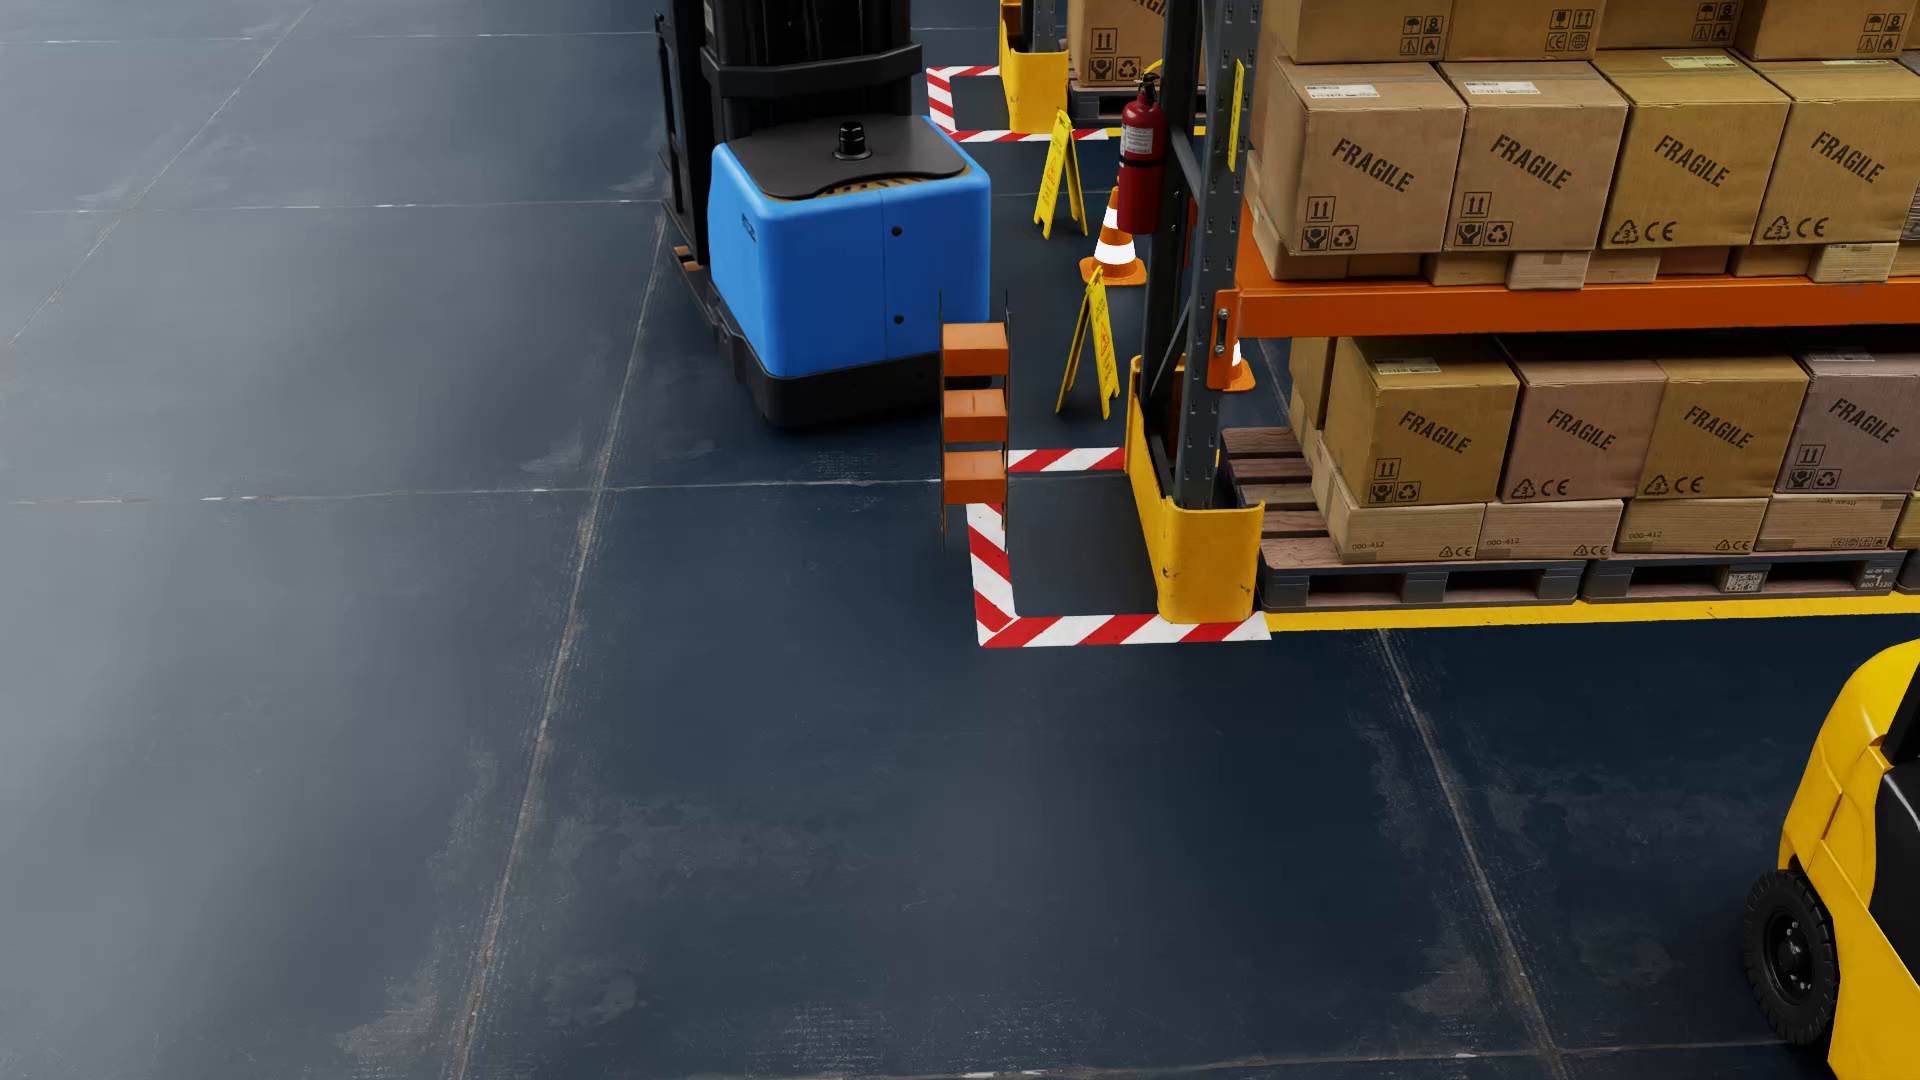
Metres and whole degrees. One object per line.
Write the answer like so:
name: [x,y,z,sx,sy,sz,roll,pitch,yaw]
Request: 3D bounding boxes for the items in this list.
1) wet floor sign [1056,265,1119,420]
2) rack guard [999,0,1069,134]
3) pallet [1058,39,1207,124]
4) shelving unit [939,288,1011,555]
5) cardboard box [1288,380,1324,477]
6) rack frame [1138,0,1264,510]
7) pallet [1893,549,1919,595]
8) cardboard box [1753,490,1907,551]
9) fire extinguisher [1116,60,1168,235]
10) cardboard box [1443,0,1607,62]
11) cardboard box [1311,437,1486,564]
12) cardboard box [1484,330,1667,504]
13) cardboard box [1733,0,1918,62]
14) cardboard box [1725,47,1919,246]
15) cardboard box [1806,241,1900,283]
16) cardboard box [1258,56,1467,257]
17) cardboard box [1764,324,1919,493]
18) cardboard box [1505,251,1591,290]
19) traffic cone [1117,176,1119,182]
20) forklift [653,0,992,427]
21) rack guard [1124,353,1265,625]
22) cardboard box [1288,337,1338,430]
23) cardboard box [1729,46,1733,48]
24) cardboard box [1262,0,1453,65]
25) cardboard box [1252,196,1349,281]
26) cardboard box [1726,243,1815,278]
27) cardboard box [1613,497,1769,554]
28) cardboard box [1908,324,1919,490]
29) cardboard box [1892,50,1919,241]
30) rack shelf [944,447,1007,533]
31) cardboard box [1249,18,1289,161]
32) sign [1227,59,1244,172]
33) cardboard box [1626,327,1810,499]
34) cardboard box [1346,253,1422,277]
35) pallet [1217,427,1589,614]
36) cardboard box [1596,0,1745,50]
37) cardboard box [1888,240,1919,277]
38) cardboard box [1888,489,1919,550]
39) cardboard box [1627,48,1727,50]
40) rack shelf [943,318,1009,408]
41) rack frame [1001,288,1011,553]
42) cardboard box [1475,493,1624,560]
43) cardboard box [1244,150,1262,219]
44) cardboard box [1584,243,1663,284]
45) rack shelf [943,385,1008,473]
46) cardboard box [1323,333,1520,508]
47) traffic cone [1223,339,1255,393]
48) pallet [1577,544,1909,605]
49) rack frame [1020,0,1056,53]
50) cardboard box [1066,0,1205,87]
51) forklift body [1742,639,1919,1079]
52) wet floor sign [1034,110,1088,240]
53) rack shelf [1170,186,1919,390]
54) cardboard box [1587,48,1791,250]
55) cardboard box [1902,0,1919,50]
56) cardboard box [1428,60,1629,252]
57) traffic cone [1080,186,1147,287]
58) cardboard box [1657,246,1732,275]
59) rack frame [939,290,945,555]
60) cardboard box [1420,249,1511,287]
wet floor sign: [0.579,-0.889,7.338,0.232,0.644,0.267,10,36,14]
rack guard: [0.460,-3.036,10.569,0.348,0.500,1.175,-2,35,-2]
pallet: [1.279,-2.984,10.747,1.213,0.211,1.003,-2,35,-2]
shelving unit: [0.053,-0.433,6.324,0.252,1.050,0.215,-2,35,-2]
cardboard box: [1.638,-0.471,6.713,0.500,0.250,0.500,-2,35,-2]
rack frame: [0.819,-1.254,5.797,0.127,3.000,1.000,-2,35,-2]
pallet: [4.146,-0.177,6.691,1.213,0.211,1.003,-2,35,-2]
cardboard box: [3.197,-0.204,6.327,0.500,0.250,0.500,-1,35,-1]
fire extinguisher: [0.683,-1.481,6.193,0.183,0.674,0.296,-2,35,-2]
cardboard box: [1.825,-1.975,5.612,0.500,0.500,0.700,-1,35,-2]
cardboard box: [1.638,-0.160,6.264,0.500,0.250,0.500,-2,35,-3]
cardboard box: [2.184,-0.486,6.076,0.500,0.500,0.500,-3,35,-4]
cardboard box: [2.834,-1.982,5.621,0.500,0.500,0.700,-2,35,-3]
cardboard box: [2.839,-1.321,5.544,0.500,0.500,0.500,-2,35,-3]
cardboard box: [2.981,-1.030,5.694,0.250,0.149,0.380,-1,35,-2]
cardboard box: [1.305,-1.272,5.474,0.500,0.500,0.500,-2,35,-3]
cardboard box: [3.219,-0.514,6.116,0.500,0.500,0.500,0,35,0]
cardboard box: [1.944,-0.999,5.649,0.250,0.149,0.380,-1,35,-1]
traffic cone: [1.082,-2.229,9.435,0.334,0.463,0.336,-2,35,-2]
forklift: [-0.858,-2.526,7.696,1.130,2.935,3.031,-12,37,-17]
rack guard: [0.895,-0.228,6.511,0.348,0.500,1.175,-2,35,-2]
cardboard box: [1.607,-0.774,6.492,0.500,0.500,0.500,-1,35,-2]
cardboard box: [2.856,-1.614,5.968,0.500,0.500,0.500,-1,35,-2]
cardboard box: [1.319,-1.966,5.598,0.500,0.500,0.700,-2,35,-3]
cardboard box: [1.168,-1.042,5.711,0.250,0.149,0.380,-1,35,-2]
cardboard box: [2.727,-1.056,5.732,0.250,0.149,0.380,-2,35,-3]
cardboard box: [2.693,-0.192,6.309,0.500,0.250,0.500,1,35,1]
cardboard box: [3.729,-0.529,6.137,0.500,0.500,0.500,-1,35,-1]
cardboard box: [3.351,-1.337,5.568,0.500,0.500,0.500,-1,35,-1]
rack shelf: [0.053,-0.196,6.488,0.240,0.259,0.215,-2,35,-2]
cardboard box: [1.348,-1.588,5.931,0.500,0.500,0.500,-2,35,-3]
sign: [0.845,-1.301,5.105,0.005,0.325,0.100,-2,35,-2]
cardboard box: [2.685,-0.495,6.089,0.500,0.500,0.500,-1,35,-1]
cardboard box: [1.420,-1.057,5.733,0.250,0.149,0.380,-1,35,-2]
pallet: [1.708,-0.111,6.596,1.213,0.211,1.003,-2,35,-2]
cardboard box: [2.330,-2.048,5.716,0.500,0.500,0.700,-2,35,-3]
cardboard box: [3.236,-1.057,5.733,0.250,0.149,0.380,-2,35,-3]
cardboard box: [3.705,-0.215,6.343,0.500,0.250,0.500,-2,35,-3]
cardboard box: [2.349,-1.611,5.963,0.500,0.500,0.500,-2,35,-2]
rack shelf: [0.053,-0.658,6.169,0.240,0.259,0.215,-2,35,-2]
rack frame: [0.175,-0.436,6.329,0.008,1.050,0.200,-2,35,-2]
cardboard box: [2.148,-0.170,6.278,0.500,0.250,0.500,0,35,-1]
cardboard box: [1.183,-1.282,6.058,0.250,0.149,0.380,0,35,-1]
cardboard box: [2.201,-1.025,5.686,0.250,0.149,0.380,-1,35,-1]
rack shelf: [0.053,-0.424,6.330,0.240,0.259,0.215,-2,35,-2]
cardboard box: [1.662,-0.470,6.052,0.500,0.500,0.500,-3,35,-4]
traffic cone: [1.188,-0.955,7.595,0.334,0.463,0.336,-2,35,-2]
pallet: [2.924,-0.142,6.641,1.213,0.211,1.003,-2,35,-2]
rack frame: [0.484,-4.065,9.858,0.127,3.000,1.000,-2,35,-2]
cardboard box: [1.158,-3.420,10.424,0.875,0.875,0.875,-1,35,-2]
forklift body: [2.866,0.829,3.534,1.214,2.155,2.313,-2,35,-2]
wet floor sign: [0.549,-1.970,8.901,0.232,0.644,0.267,-7,35,-10]
rack shelf: [2.817,-1.012,6.079,4.000,0.370,1.077,-2,35,-2]
cardboard box: [2.332,-1.302,5.518,0.500,0.500,0.500,-2,35,-3]
cardboard box: [3.351,-2.048,5.716,0.500,0.500,0.700,-2,35,-3]
cardboard box: [1.823,-1.288,5.497,0.500,0.500,0.500,-1,35,-1]
traffic cone: [0.796,-1.577,8.493,0.334,0.463,0.336,-2,35,-2]
cardboard box: [2.462,-1.066,5.746,0.250,0.149,0.380,0,35,-1]
rack frame: [-0.069,-0.430,6.320,0.008,1.050,0.200,-2,35,-2]
cardboard box: [1.689,-1.018,5.677,0.250,0.149,0.380,-3,35,-4]
